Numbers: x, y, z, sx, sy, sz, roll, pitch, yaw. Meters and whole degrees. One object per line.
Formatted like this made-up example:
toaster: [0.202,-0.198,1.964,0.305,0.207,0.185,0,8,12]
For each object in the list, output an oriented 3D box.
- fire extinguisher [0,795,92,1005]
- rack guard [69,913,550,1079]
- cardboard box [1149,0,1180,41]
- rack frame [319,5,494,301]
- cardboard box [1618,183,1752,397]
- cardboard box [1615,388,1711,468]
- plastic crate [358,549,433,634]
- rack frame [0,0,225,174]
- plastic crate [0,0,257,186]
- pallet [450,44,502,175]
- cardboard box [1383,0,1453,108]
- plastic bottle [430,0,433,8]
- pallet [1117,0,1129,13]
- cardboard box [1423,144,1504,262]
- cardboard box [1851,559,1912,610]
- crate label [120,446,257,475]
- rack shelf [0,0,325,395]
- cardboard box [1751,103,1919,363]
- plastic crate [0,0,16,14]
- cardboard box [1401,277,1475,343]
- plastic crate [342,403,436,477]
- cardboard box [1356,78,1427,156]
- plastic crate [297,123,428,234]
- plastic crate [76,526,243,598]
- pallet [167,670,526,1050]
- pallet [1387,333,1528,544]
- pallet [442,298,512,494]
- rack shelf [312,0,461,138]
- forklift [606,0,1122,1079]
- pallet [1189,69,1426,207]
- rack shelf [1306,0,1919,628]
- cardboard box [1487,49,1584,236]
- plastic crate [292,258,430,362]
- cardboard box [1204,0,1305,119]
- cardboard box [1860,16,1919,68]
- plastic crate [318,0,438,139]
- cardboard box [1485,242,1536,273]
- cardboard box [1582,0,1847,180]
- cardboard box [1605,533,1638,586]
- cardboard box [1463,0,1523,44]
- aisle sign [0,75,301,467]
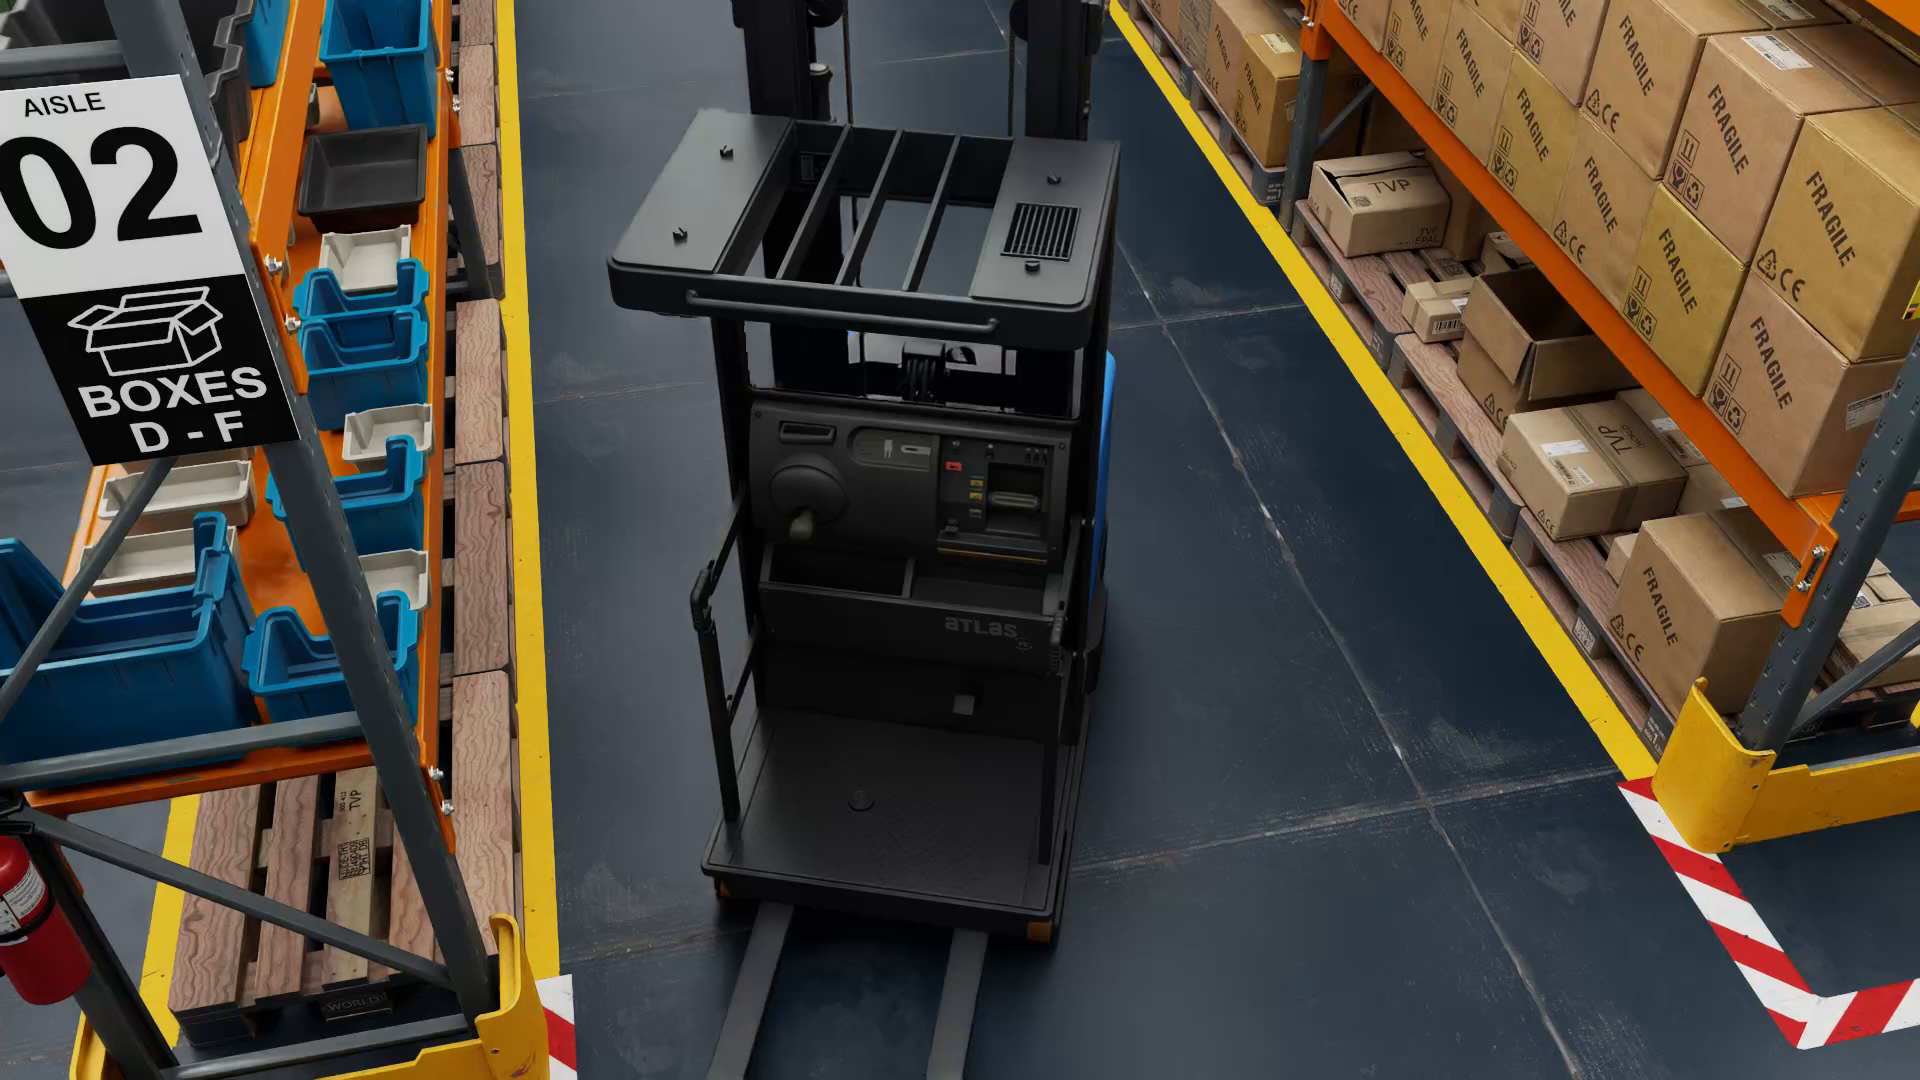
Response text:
fire extinguisher: [-2.239,0.831,3.894,0.296,0.674,0.183,-8,42,-9]
rack guard: [-1.810,1.448,4.742,1.175,0.500,0.348,-8,42,-9]
cardboard box: [1.442,-3.285,9.743,0.500,0.500,0.500,-10,43,-11]
rack frame: [-2.691,-2.094,6.849,1.000,3.000,0.127,-8,42,-9]
cardboard box: [2.532,-0.833,5.353,0.500,0.500,0.500,-8,42,-9]
cardboard box: [2.954,-0.386,6.665,0.500,0.250,0.500,-8,42,-9]
plastic crate: [-1.548,0.148,4.477,0.250,0.136,0.298,-8,42,-9]
rack frame: [-1.828,-1.744,1.936,1.000,3.000,0.127,-8,42,-9]
plastic crate: [-1.639,-0.863,3.302,0.497,0.269,0.590,-8,42,-9]
pallet: [-3.084,-2.349,9.238,1.003,0.211,1.213,-8,42,-9]
cardboard box: [2.104,-2.137,6.823,0.500,0.500,0.500,-8,42,-9]
plastic bottle: [-2.425,-2.477,7.430,0.097,0.201,0.097,0,42,0]
pallet: [1.407,-3.861,10.941,1.003,0.211,1.213,-8,42,-9]
cardboard box: [2.546,-1.702,7.959,0.500,0.500,0.500,-8,42,-9]
cardboard box: [3.201,0.204,6.063,0.380,0.166,0.250,-8,42,-9]
crate label: [-2.313,-0.294,4.975,0.396,0.136,0.243,-8,42,-9]
rack shelf: [-2.259,-1.650,4.632,1.077,0.370,4.000,-8,42,-9]
cardboard box: [2.645,-0.868,4.640,0.500,0.500,0.500,-9,42,-10]
plastic crate: [-2.319,-1.142,3.677,0.450,0.188,0.336,-8,42,-9]
cardboard box: [2.222,-1.043,7.469,0.380,0.166,0.250,-8,42,-9]
plastic crate: [-1.694,-0.291,4.972,0.250,0.136,0.298,-8,42,-9]
cardboard box: [2.280,-2.379,8.722,0.500,0.500,0.500,-10,43,-11]
plastic crate: [-2.187,-1.326,6.146,0.437,0.125,0.590,-8,42,-9]
plastic crate: [-2.180,0.073,4.562,0.396,0.136,0.243,-8,42,-9]
pallet: [-1.968,1.002,5.462,1.003,0.211,1.213,-8,42,-9]
pallet: [2.561,-0.520,7.177,1.003,0.211,1.213,-8,42,-9]
pallet: [-2.494,-0.580,7.244,1.003,0.211,1.213,-8,42,-9]
rack shelf: [-3.123,-3.121,8.548,1.077,0.370,4.000,-8,42,-9]
forklift: [-0.184,-0.079,4.631,1.130,2.935,3.031,6,42,7]
pallet: [1.934,-2.280,9.159,1.003,0.211,1.213,-8,42,-9]
rack shelf: [2.578,-1.235,6.424,1.077,0.370,4.000,-8,42,-9]
cardboard box: [2.321,-1.483,6.086,0.500,0.500,0.500,-9,42,-10]
plastic crate: [-1.908,-0.716,5.378,0.416,0.233,0.300,-8,42,-9]
cardboard box: [1.662,-2.631,9.006,0.500,0.500,0.500,-8,42,-9]
cardboard box: [3.051,-1.283,5.107,0.500,0.500,0.500,-8,42,-9]
plastic crate: [-2.257,-1.856,6.548,0.392,0.384,0.575,-8,42,-9]
cardboard box: [2.708,-1.145,7.474,0.500,0.311,0.500,-8,42,-9]
cardboard box: [2.419,-1.531,5.387,0.500,0.500,0.500,-7,42,-8]
cardboard box: [2.652,0.094,6.187,0.380,0.166,0.250,-8,42,-9]
cardboard box: [2.196,-2.199,6.139,0.500,0.500,0.500,-10,42,-11]
aisle sign: [-1.522,-0.469,3.060,0.394,0.787,0.004,-8,42,-9]
